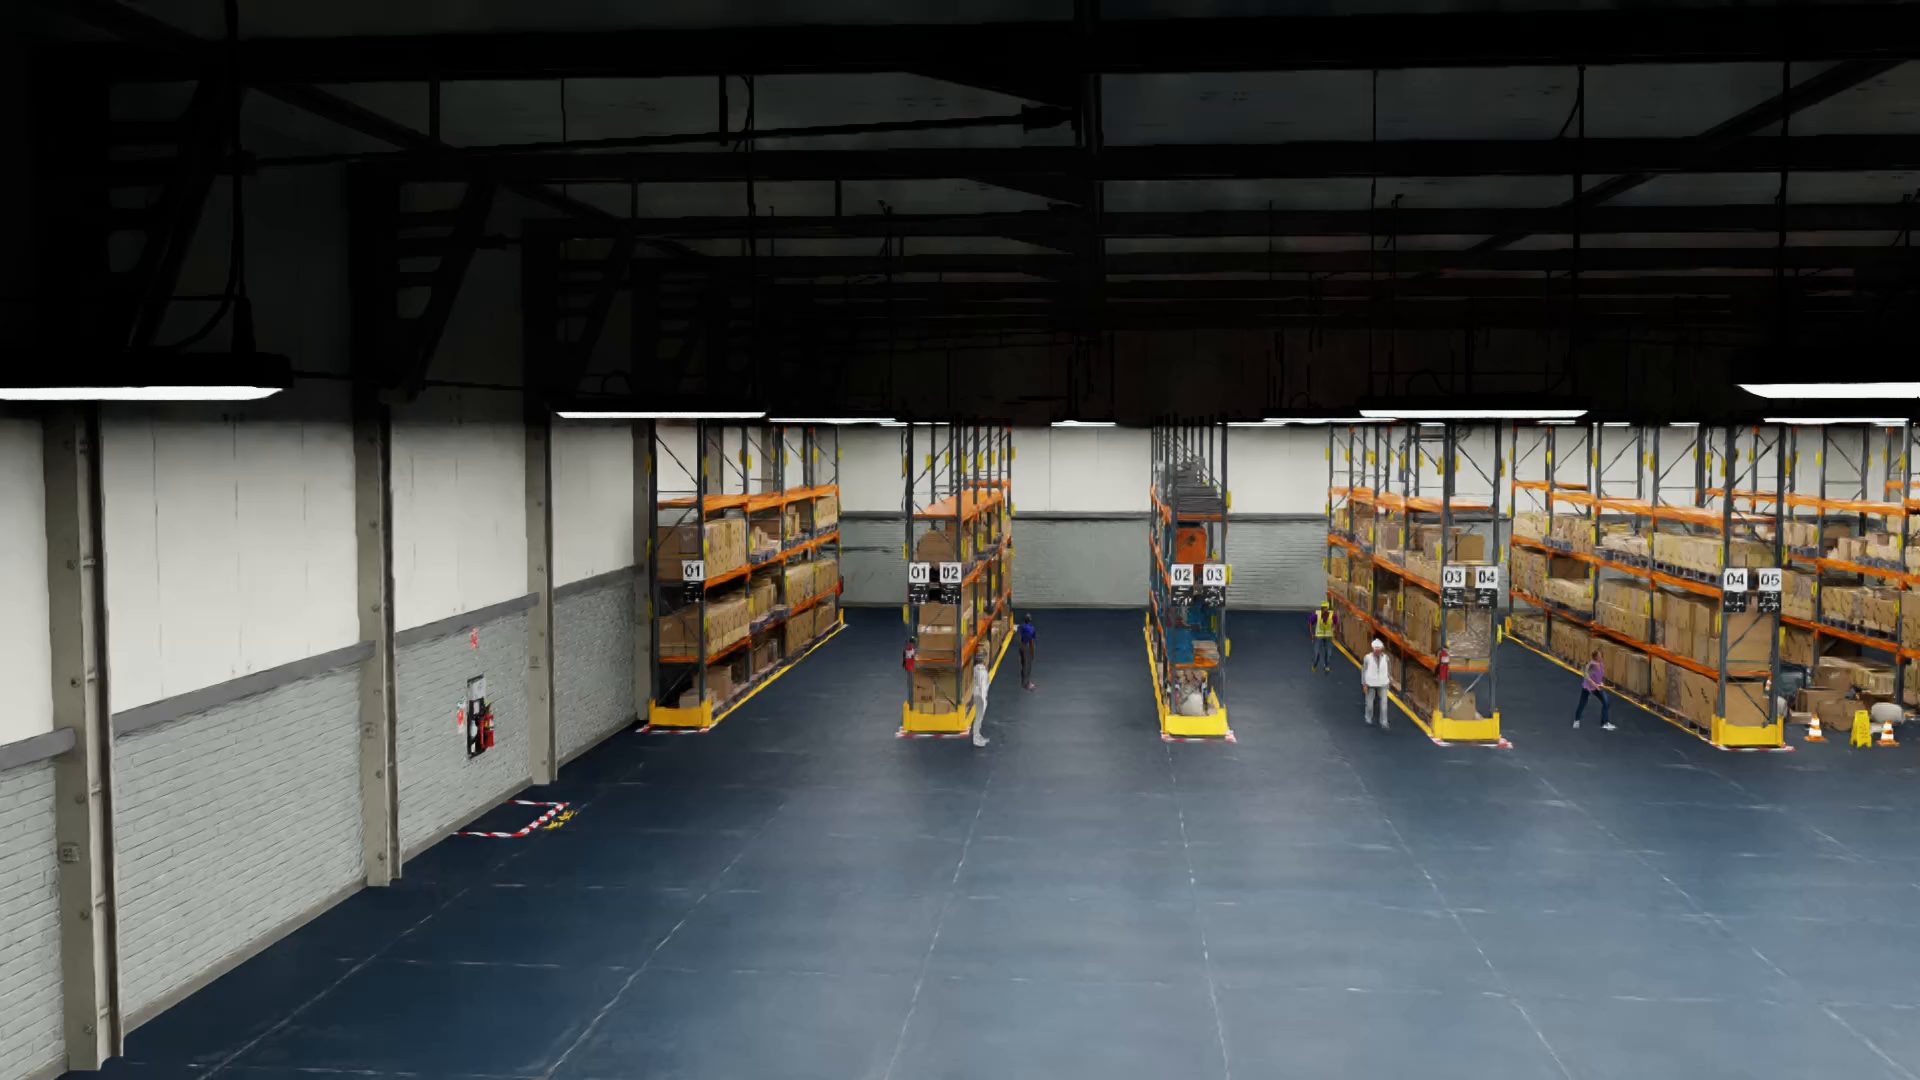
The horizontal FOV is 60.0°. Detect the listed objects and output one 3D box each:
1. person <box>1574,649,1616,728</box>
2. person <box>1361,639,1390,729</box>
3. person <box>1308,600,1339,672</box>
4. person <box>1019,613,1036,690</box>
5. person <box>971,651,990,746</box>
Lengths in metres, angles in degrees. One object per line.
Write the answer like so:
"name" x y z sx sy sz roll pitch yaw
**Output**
"person" 12.065 2.816 31.683 0.573 1.533 0.755 -1 4 -15
"person" 7.949 2.723 31.795 0.543 1.700 1.115 1 4 8
"person" 8.516 2.252 38.978 0.719 1.714 0.578 0 4 4
"person" 1.505 2.425 36.504 0.410 1.631 0.499 -2 4 -26
"person" 0.382 2.849 30.092 0.338 1.683 0.548 -1 4 -9
